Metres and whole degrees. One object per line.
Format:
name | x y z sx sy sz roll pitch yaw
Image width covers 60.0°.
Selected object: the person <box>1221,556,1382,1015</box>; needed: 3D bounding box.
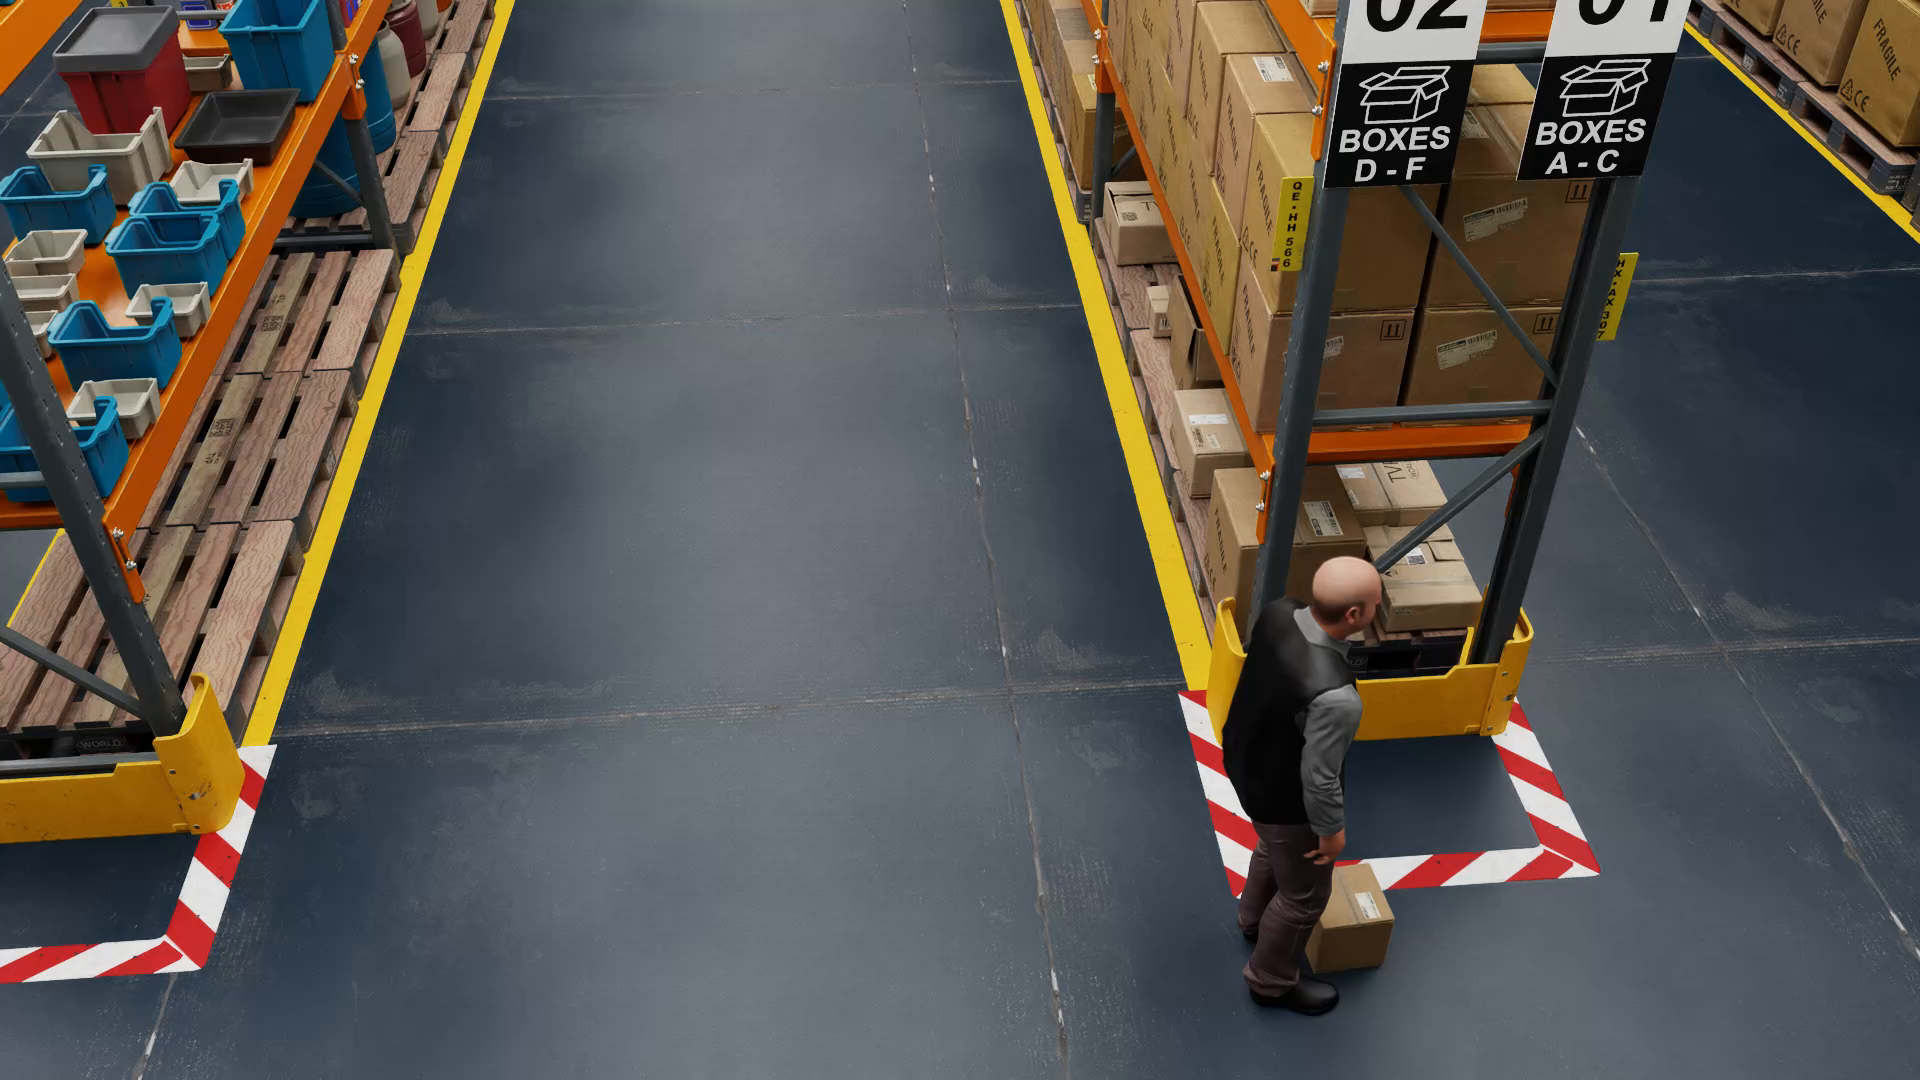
person | 1.061 0.755 5.237 0.475 1.719 0.582 -7 39 -8
